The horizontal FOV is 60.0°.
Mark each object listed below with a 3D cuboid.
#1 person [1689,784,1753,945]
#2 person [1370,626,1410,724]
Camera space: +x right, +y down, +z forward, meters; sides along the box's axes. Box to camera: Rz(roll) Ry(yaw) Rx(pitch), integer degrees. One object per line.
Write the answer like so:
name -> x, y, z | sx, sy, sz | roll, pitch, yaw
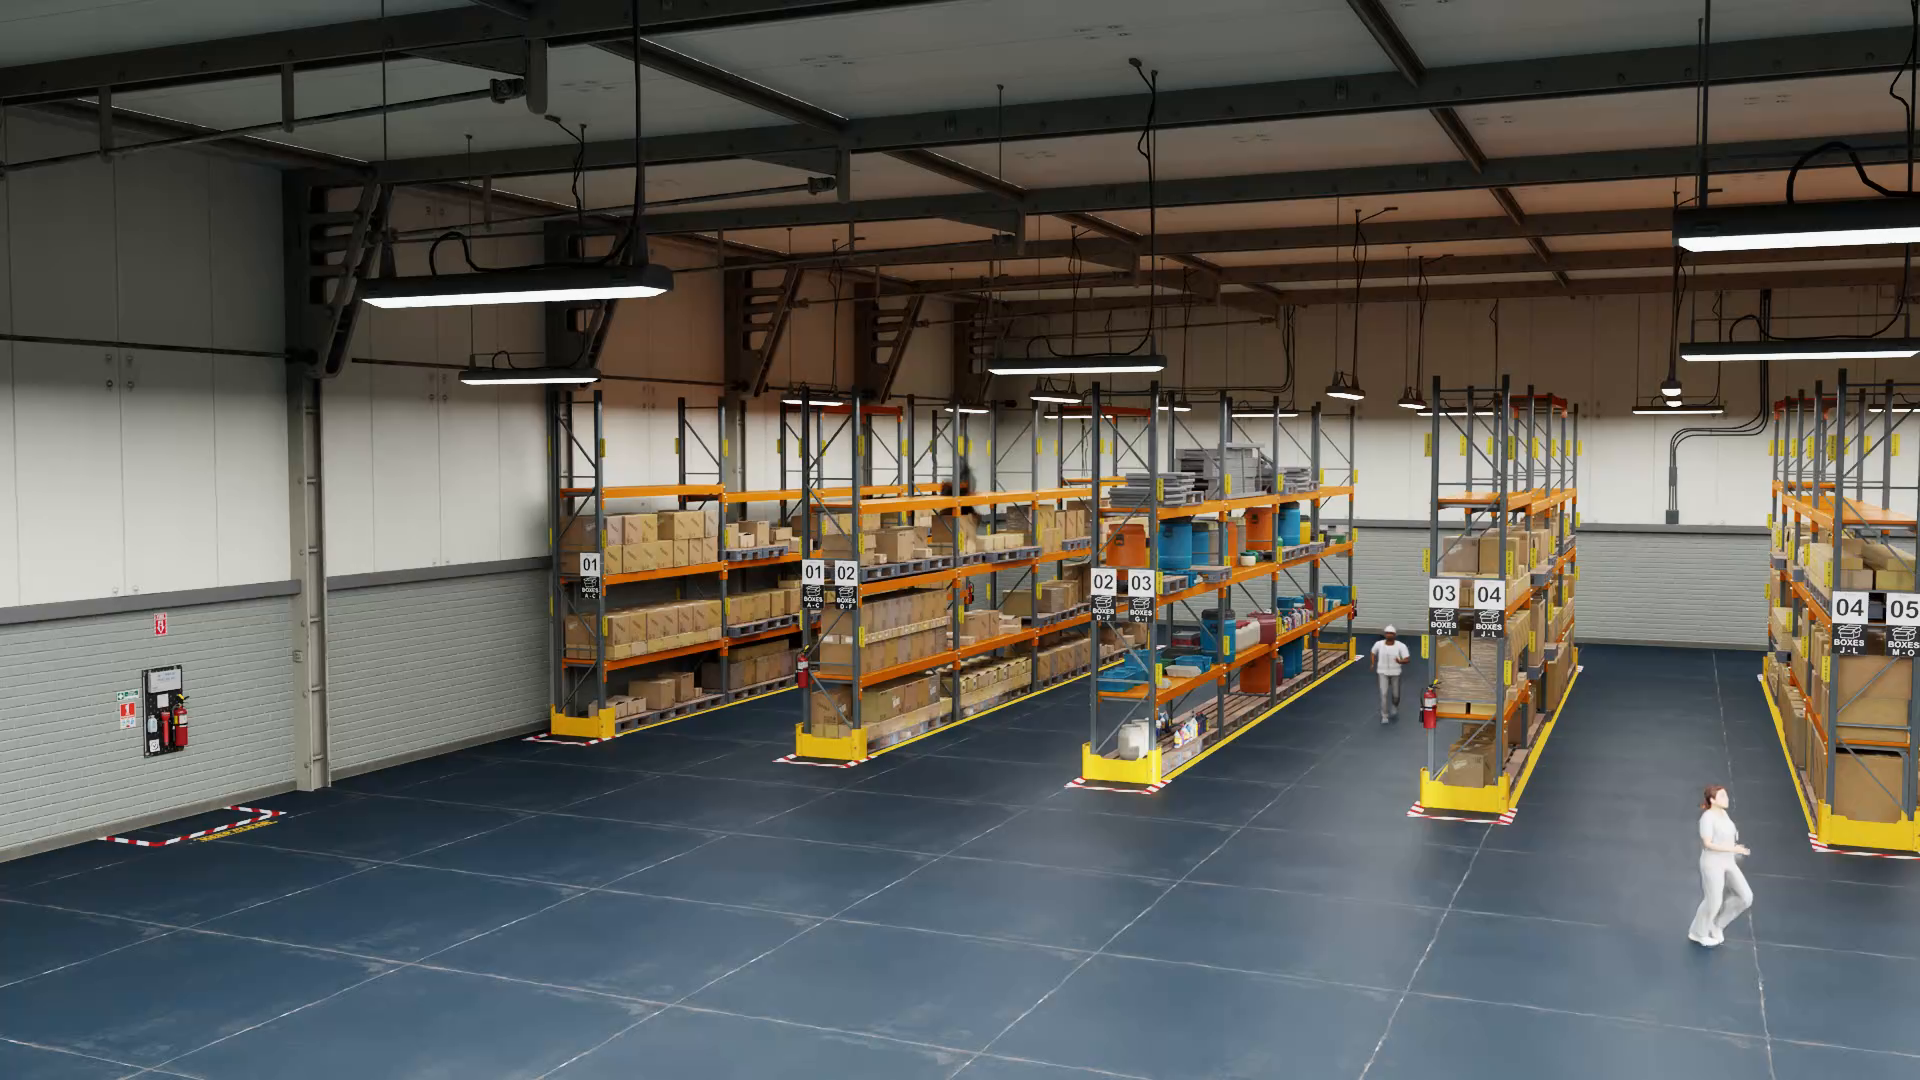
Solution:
person -> 7.597, 3.251, 16.593 | 0.543, 1.634, 0.621 | -2, 4, -34
person -> 7.827, 2.435, 30.317 | 0.710, 1.747, 0.968 | 1, 3, 17
